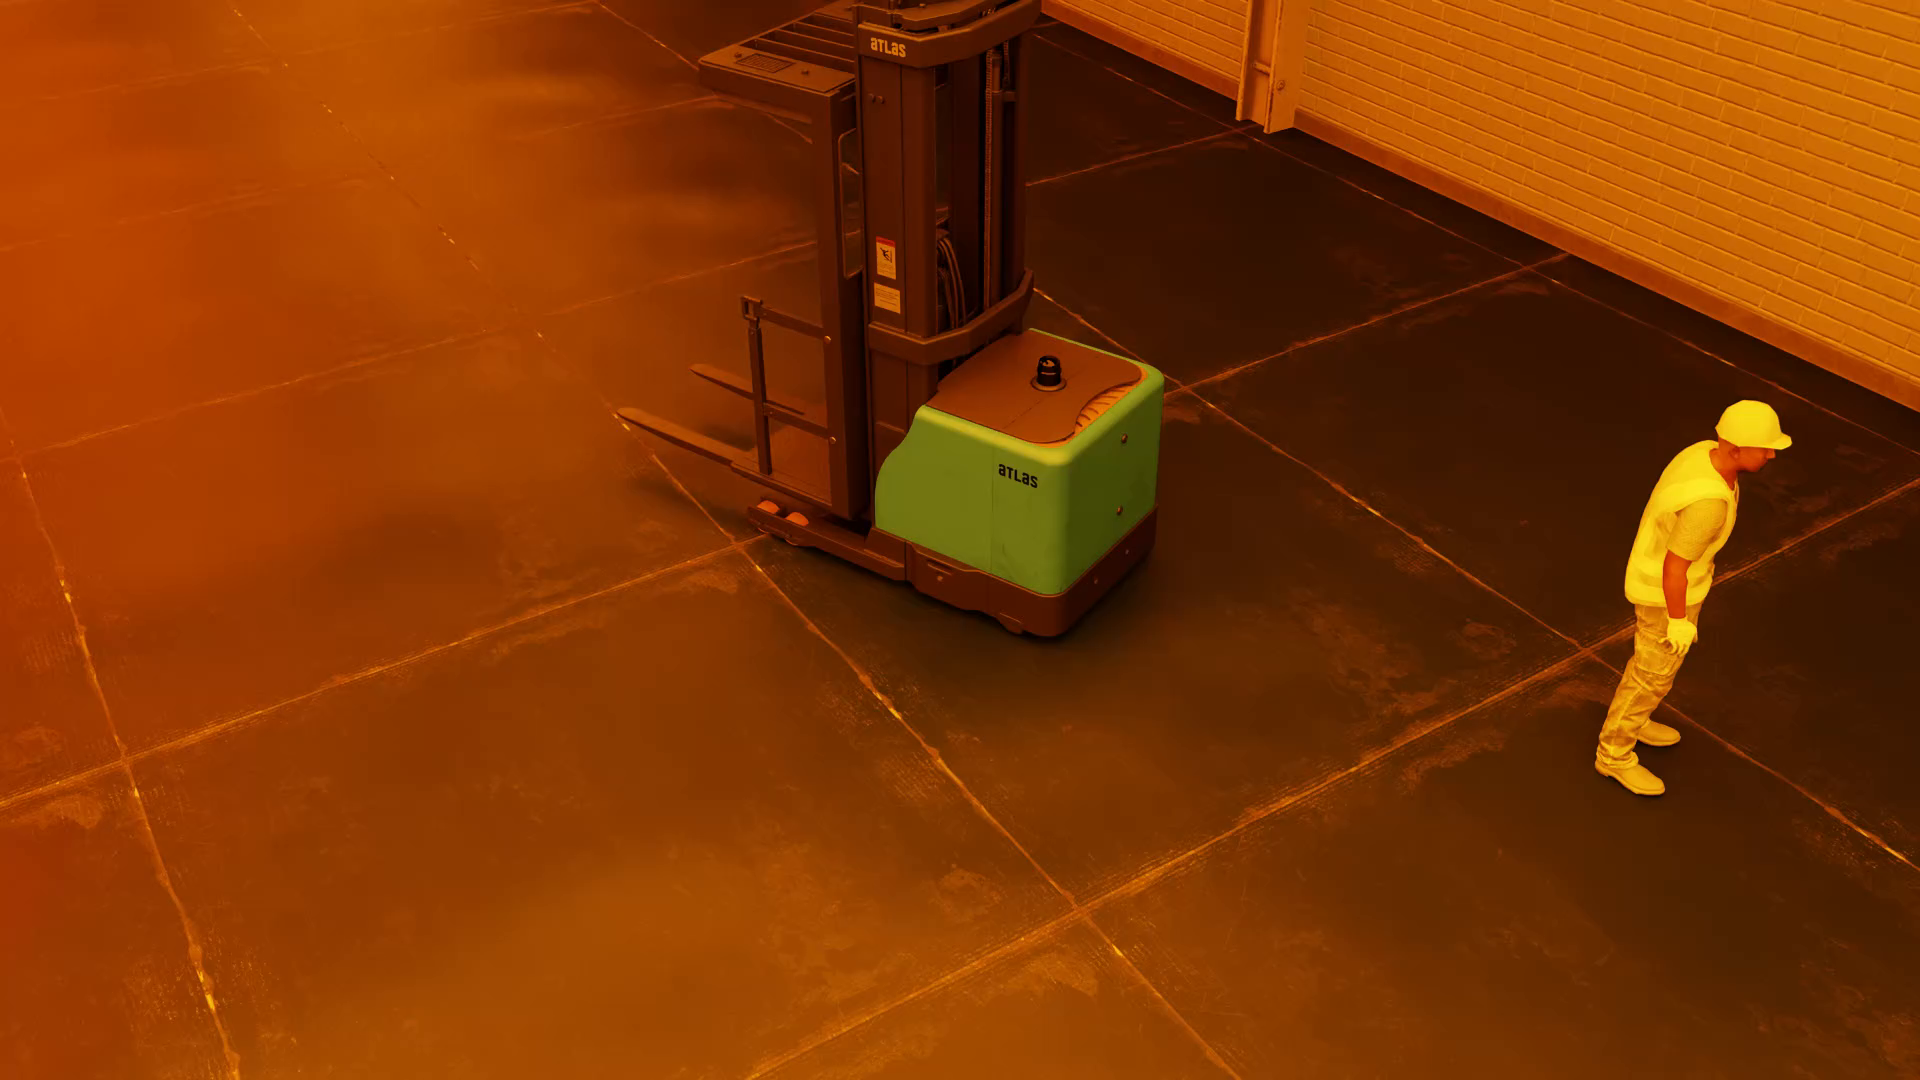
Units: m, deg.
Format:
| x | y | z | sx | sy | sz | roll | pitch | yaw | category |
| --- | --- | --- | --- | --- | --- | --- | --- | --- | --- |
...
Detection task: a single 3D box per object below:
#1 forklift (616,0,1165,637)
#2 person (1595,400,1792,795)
| x | y | z | sx | sy | sz | roll | pitch | yaw | category |
| --- | --- | --- | --- | --- | --- | --- | --- | --- | --- |
| -0.500 | -1.399 | 8.138 | 3.031 | 2.935 | 1.130 | 22 | 41 | 28 | forklift |
| 2.977 | 0.203 | 6.867 | 0.445 | 1.776 | 0.632 | 17 | 38 | 23 | person |
